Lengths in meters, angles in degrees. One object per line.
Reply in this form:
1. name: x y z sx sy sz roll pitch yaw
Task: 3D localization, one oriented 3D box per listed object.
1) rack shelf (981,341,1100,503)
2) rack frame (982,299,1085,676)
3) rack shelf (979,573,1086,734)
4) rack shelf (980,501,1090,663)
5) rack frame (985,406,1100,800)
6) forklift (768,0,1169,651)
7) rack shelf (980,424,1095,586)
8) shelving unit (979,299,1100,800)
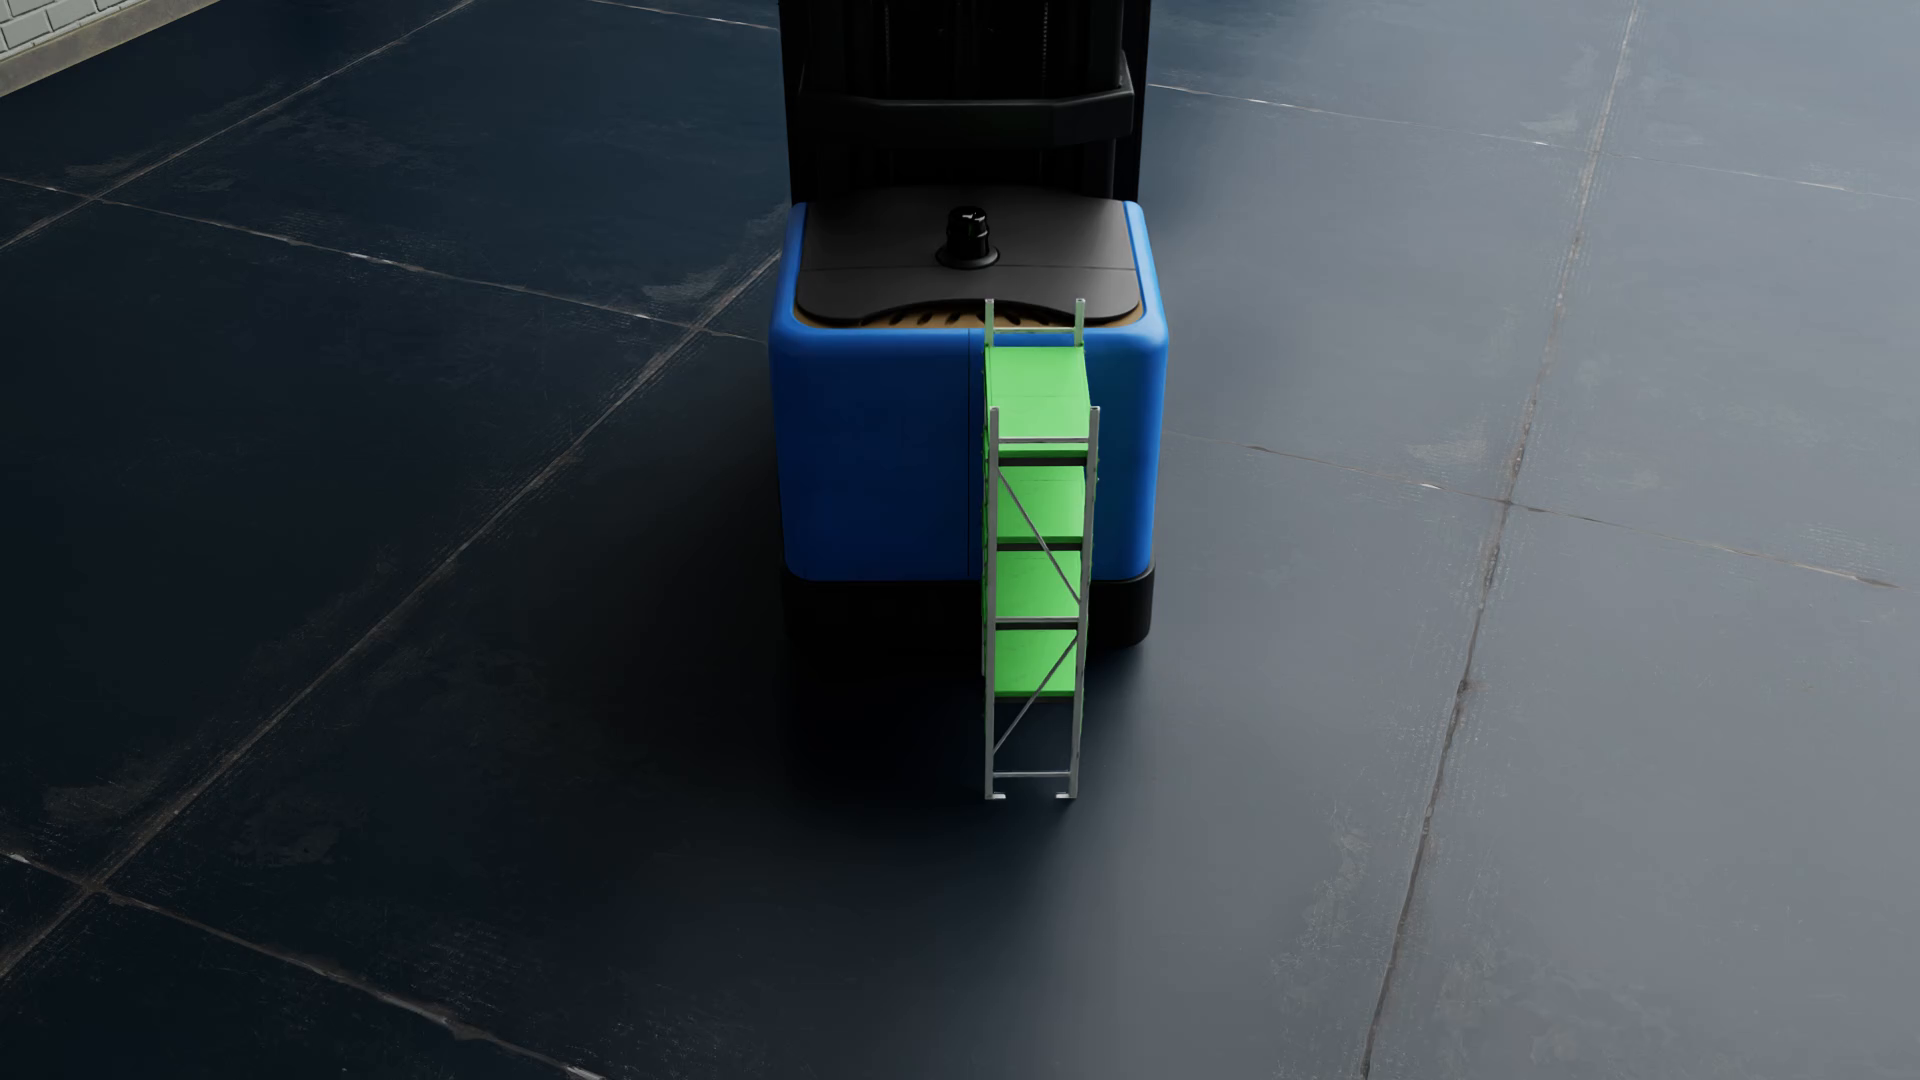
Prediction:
1. rack shelf: 0.183 -0.286 3.936 0.258 0.148 0.480 0 37 0
2. rack frame: 0.181 -0.099 4.380 0.240 1.200 0.015 0 37 0
3. rack shelf: 0.183 0.291 4.367 0.258 0.148 0.480 0 37 0
4. rack shelf: 0.183 0.098 4.223 0.258 0.148 0.480 0 37 0
5. rack frame: 0.185 0.193 3.989 0.240 1.200 0.015 0 37 0
6. forklift: 0.012 -1.711 5.091 1.130 2.935 3.031 0 37 0
7. rack shelf: 0.183 -0.094 4.079 0.258 0.148 0.480 0 37 0
8. shelving unit: 0.183 0.047 4.185 0.258 1.200 0.503 0 37 0
